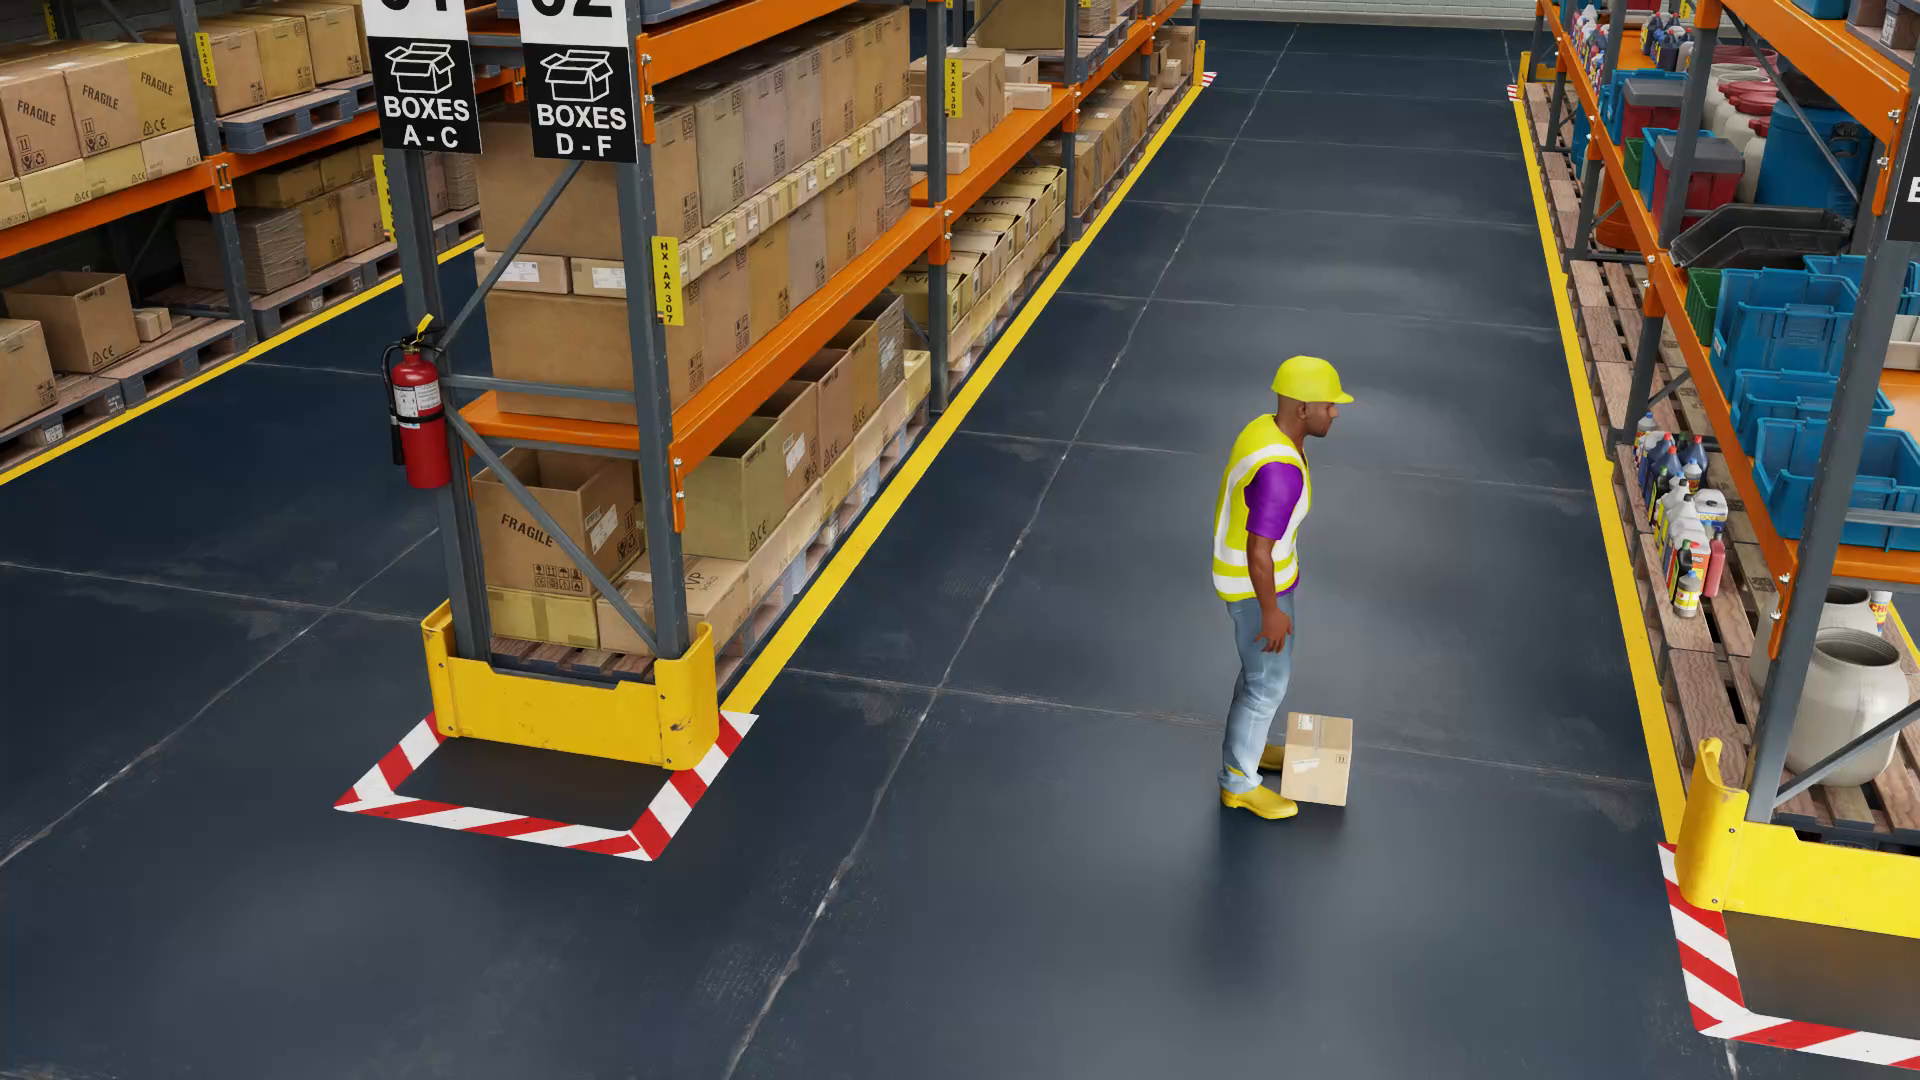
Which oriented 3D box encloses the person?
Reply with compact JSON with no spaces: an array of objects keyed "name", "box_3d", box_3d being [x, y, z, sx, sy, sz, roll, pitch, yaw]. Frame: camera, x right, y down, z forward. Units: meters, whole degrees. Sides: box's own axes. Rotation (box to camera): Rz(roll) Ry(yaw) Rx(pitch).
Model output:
[{"name":"person","box_3d":[1.173,0.155,6.259,0.460,1.759,0.625,5,26,10]}]
